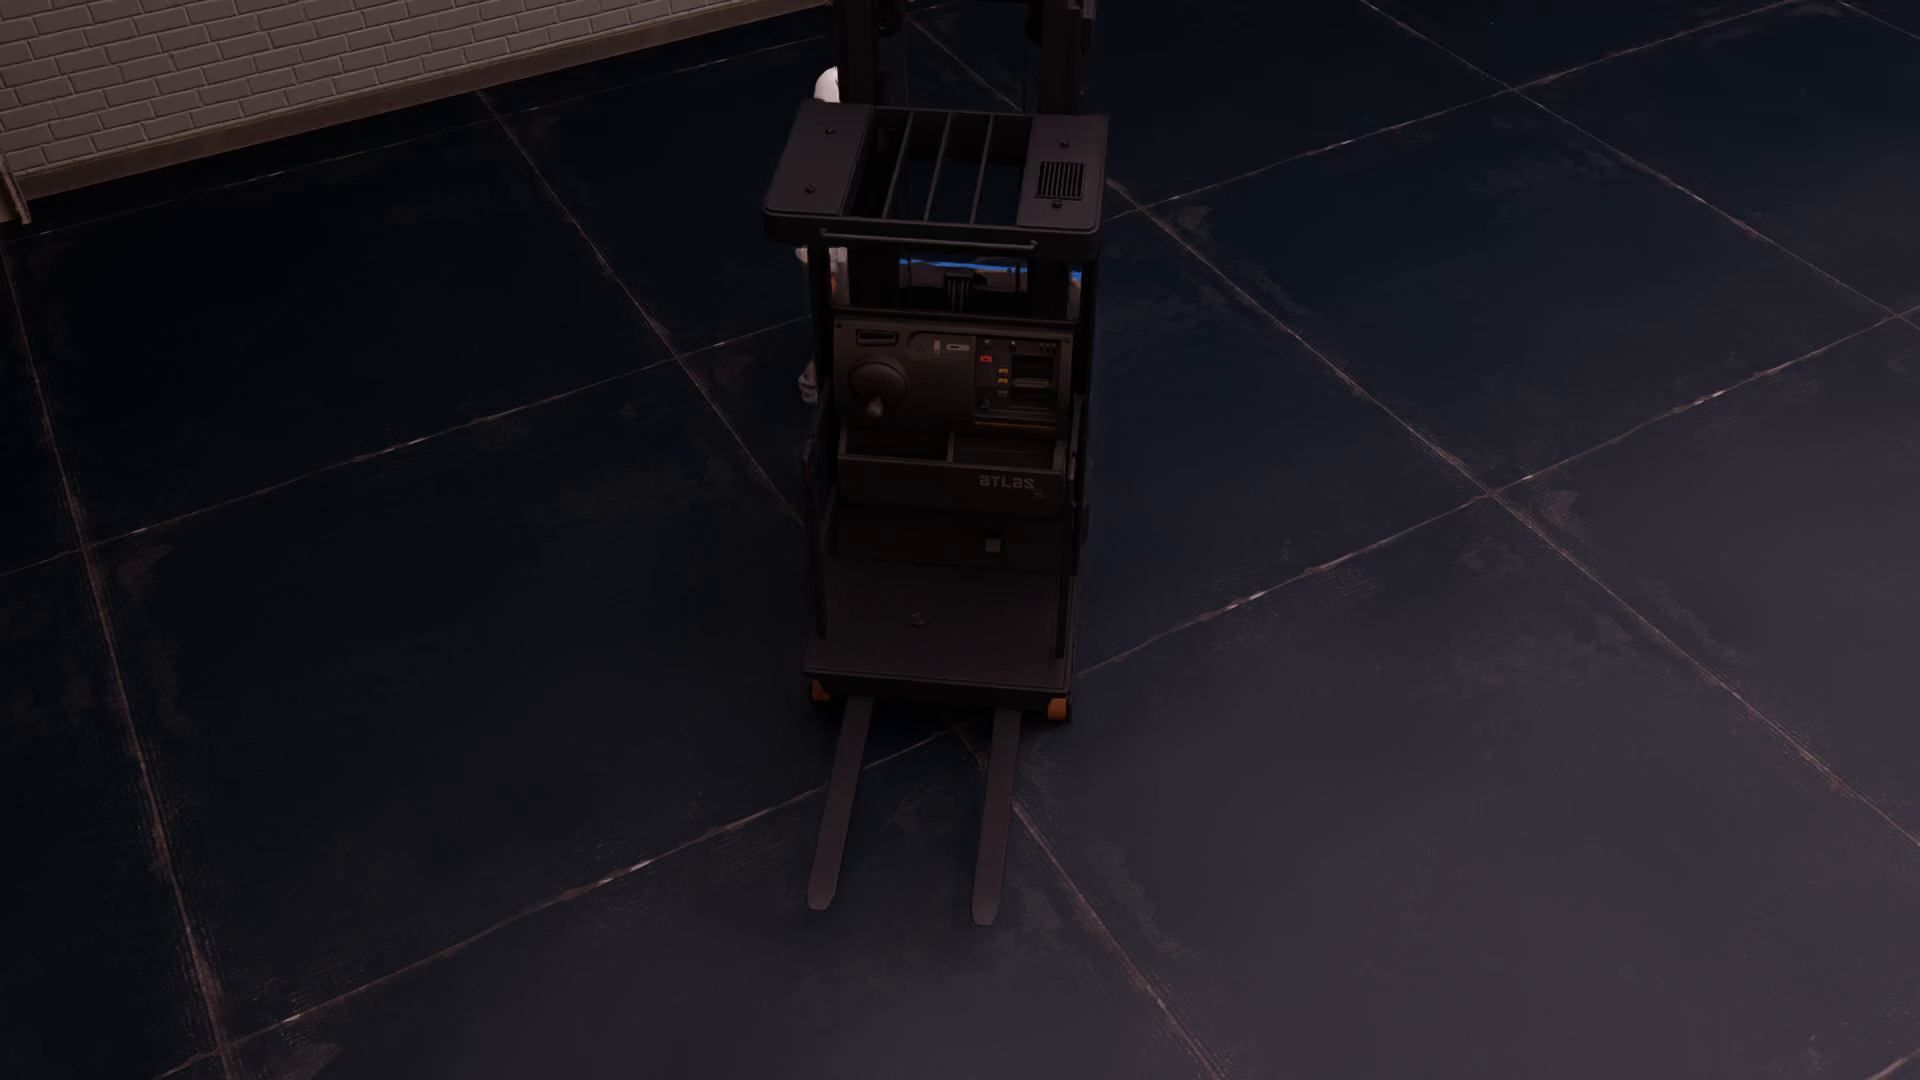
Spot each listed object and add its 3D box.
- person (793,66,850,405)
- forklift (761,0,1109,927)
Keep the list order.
[{"bbox_3d":[-0.626,-1.481,8.195,0.486,1.743,0.850,-8,43,-9],"label":"person"},{"bbox_3d":[-0.053,-0.561,6.303,1.130,2.935,3.031,4,43,5],"label":"forklift"}]
